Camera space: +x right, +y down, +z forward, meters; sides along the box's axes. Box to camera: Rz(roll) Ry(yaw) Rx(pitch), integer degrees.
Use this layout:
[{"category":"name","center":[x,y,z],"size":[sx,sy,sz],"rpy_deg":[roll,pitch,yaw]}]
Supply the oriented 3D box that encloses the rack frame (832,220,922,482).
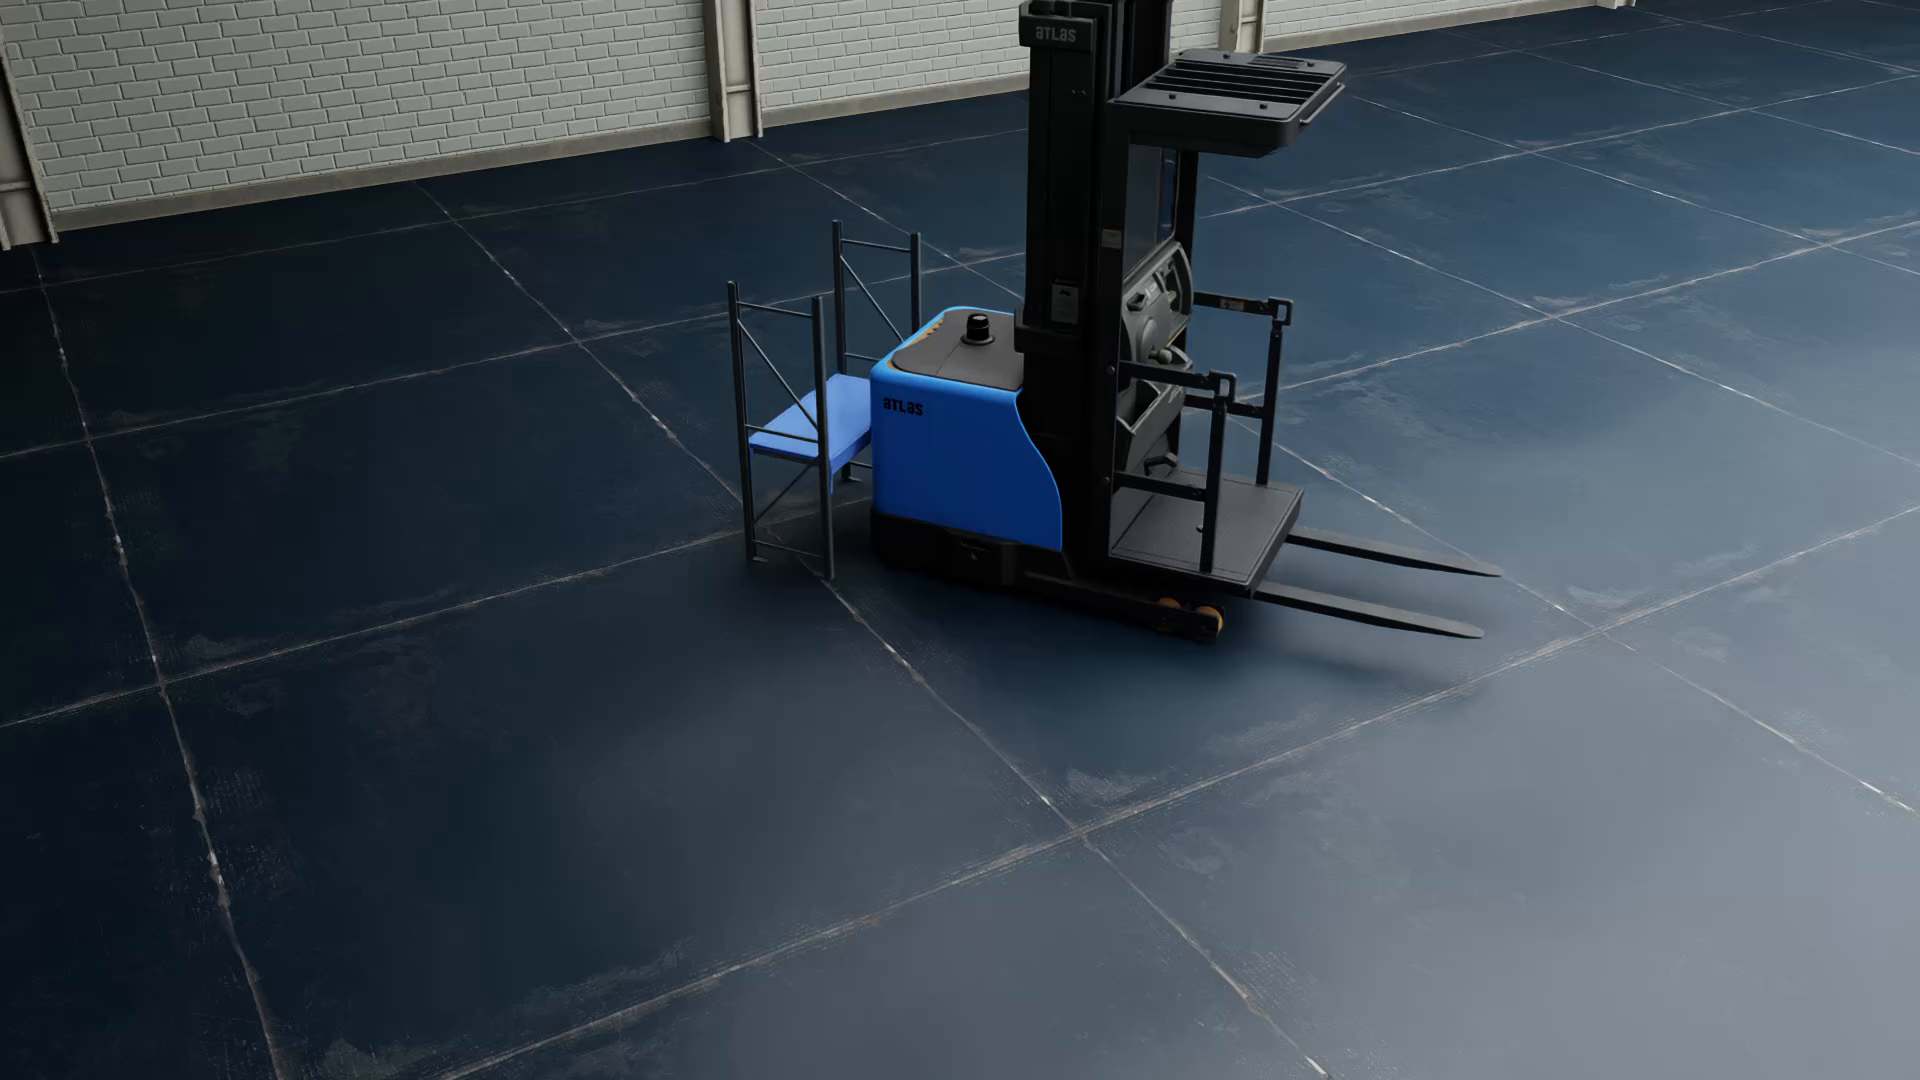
[{"category":"rack frame","center":[-0.434,-0.958,8.933],"size":[0.500,1.500,0.032],"rpy_deg":[13,31,22]}]

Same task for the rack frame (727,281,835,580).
[{"category":"rack frame","center":[-0.867,-0.513,8.128],"size":[0.500,1.500,0.032],"rpy_deg":[13,31,22]}]

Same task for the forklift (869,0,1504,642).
[{"category":"forklift","center":[1.107,-1.094,7.699],"size":[3.031,2.935,1.130],"rpy_deg":[12,31,21]}]

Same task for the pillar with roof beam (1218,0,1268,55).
[{"category":"pillar with roof beam","center":[5.260,-7.421,12.883],"size":[0.400,9.000,9.100],"rpy_deg":[-16,33,-26]}]

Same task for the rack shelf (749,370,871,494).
[{"category":"rack shelf","center":[-0.651,-0.578,8.617],"size":[0.538,0.185,1.000],"rpy_deg":[13,31,22]}]

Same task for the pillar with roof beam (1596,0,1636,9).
[{"category":"pillar with roof beam","center":[10.433,-8.890,15.545],"size":[0.400,9.000,9.100],"rpy_deg":[-16,33,-26]}]

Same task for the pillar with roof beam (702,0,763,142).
[{"category":"pillar with roof beam","center":[0.087,-5.952,10.222],"size":[0.400,9.000,9.100],"rpy_deg":[-16,33,-26]}]

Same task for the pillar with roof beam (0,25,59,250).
[{"category":"pillar with roof beam","center":[-5.087,-4.484,7.561],"size":[0.400,9.000,9.100],"rpy_deg":[-16,33,-26]}]

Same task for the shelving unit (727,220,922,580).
[{"category":"shelving unit","center":[-0.651,-0.736,8.531],"size":[0.538,1.500,1.048],"rpy_deg":[13,31,22]}]
